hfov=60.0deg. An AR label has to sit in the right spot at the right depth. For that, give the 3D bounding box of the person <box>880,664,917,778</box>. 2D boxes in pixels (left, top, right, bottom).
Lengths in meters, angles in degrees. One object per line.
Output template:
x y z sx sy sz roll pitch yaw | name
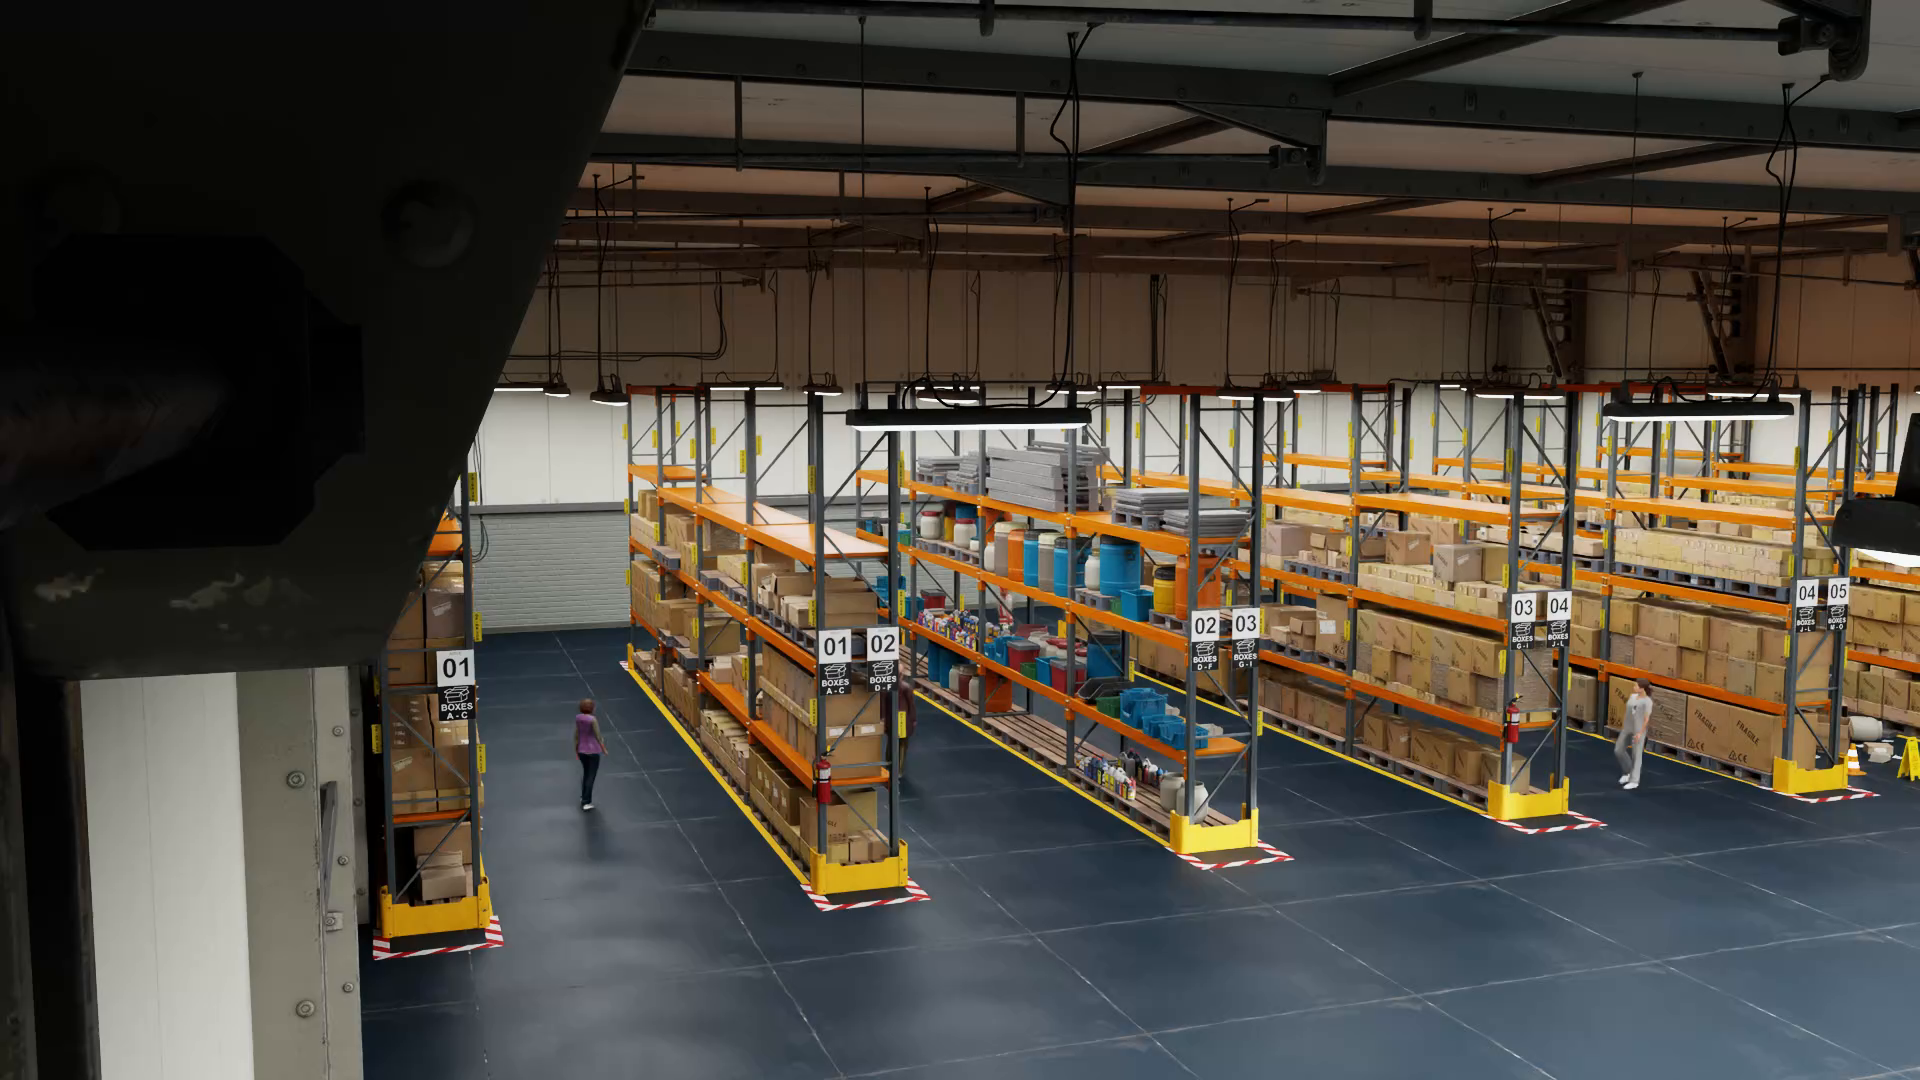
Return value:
-0.958 2.788 25.674 0.596 1.787 0.519 2 6 18 | person

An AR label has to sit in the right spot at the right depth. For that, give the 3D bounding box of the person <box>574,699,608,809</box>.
-5.329 3.083 23.909 0.456 1.638 0.511 2 6 17 | person

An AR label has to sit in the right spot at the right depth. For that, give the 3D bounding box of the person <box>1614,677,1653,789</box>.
10.175 2.909 25.152 0.516 1.677 0.521 -4 7 -33 | person

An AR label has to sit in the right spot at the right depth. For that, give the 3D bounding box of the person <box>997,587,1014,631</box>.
0.915 1.772 34.376 0.350 1.812 0.626 -1 6 -6 | person
